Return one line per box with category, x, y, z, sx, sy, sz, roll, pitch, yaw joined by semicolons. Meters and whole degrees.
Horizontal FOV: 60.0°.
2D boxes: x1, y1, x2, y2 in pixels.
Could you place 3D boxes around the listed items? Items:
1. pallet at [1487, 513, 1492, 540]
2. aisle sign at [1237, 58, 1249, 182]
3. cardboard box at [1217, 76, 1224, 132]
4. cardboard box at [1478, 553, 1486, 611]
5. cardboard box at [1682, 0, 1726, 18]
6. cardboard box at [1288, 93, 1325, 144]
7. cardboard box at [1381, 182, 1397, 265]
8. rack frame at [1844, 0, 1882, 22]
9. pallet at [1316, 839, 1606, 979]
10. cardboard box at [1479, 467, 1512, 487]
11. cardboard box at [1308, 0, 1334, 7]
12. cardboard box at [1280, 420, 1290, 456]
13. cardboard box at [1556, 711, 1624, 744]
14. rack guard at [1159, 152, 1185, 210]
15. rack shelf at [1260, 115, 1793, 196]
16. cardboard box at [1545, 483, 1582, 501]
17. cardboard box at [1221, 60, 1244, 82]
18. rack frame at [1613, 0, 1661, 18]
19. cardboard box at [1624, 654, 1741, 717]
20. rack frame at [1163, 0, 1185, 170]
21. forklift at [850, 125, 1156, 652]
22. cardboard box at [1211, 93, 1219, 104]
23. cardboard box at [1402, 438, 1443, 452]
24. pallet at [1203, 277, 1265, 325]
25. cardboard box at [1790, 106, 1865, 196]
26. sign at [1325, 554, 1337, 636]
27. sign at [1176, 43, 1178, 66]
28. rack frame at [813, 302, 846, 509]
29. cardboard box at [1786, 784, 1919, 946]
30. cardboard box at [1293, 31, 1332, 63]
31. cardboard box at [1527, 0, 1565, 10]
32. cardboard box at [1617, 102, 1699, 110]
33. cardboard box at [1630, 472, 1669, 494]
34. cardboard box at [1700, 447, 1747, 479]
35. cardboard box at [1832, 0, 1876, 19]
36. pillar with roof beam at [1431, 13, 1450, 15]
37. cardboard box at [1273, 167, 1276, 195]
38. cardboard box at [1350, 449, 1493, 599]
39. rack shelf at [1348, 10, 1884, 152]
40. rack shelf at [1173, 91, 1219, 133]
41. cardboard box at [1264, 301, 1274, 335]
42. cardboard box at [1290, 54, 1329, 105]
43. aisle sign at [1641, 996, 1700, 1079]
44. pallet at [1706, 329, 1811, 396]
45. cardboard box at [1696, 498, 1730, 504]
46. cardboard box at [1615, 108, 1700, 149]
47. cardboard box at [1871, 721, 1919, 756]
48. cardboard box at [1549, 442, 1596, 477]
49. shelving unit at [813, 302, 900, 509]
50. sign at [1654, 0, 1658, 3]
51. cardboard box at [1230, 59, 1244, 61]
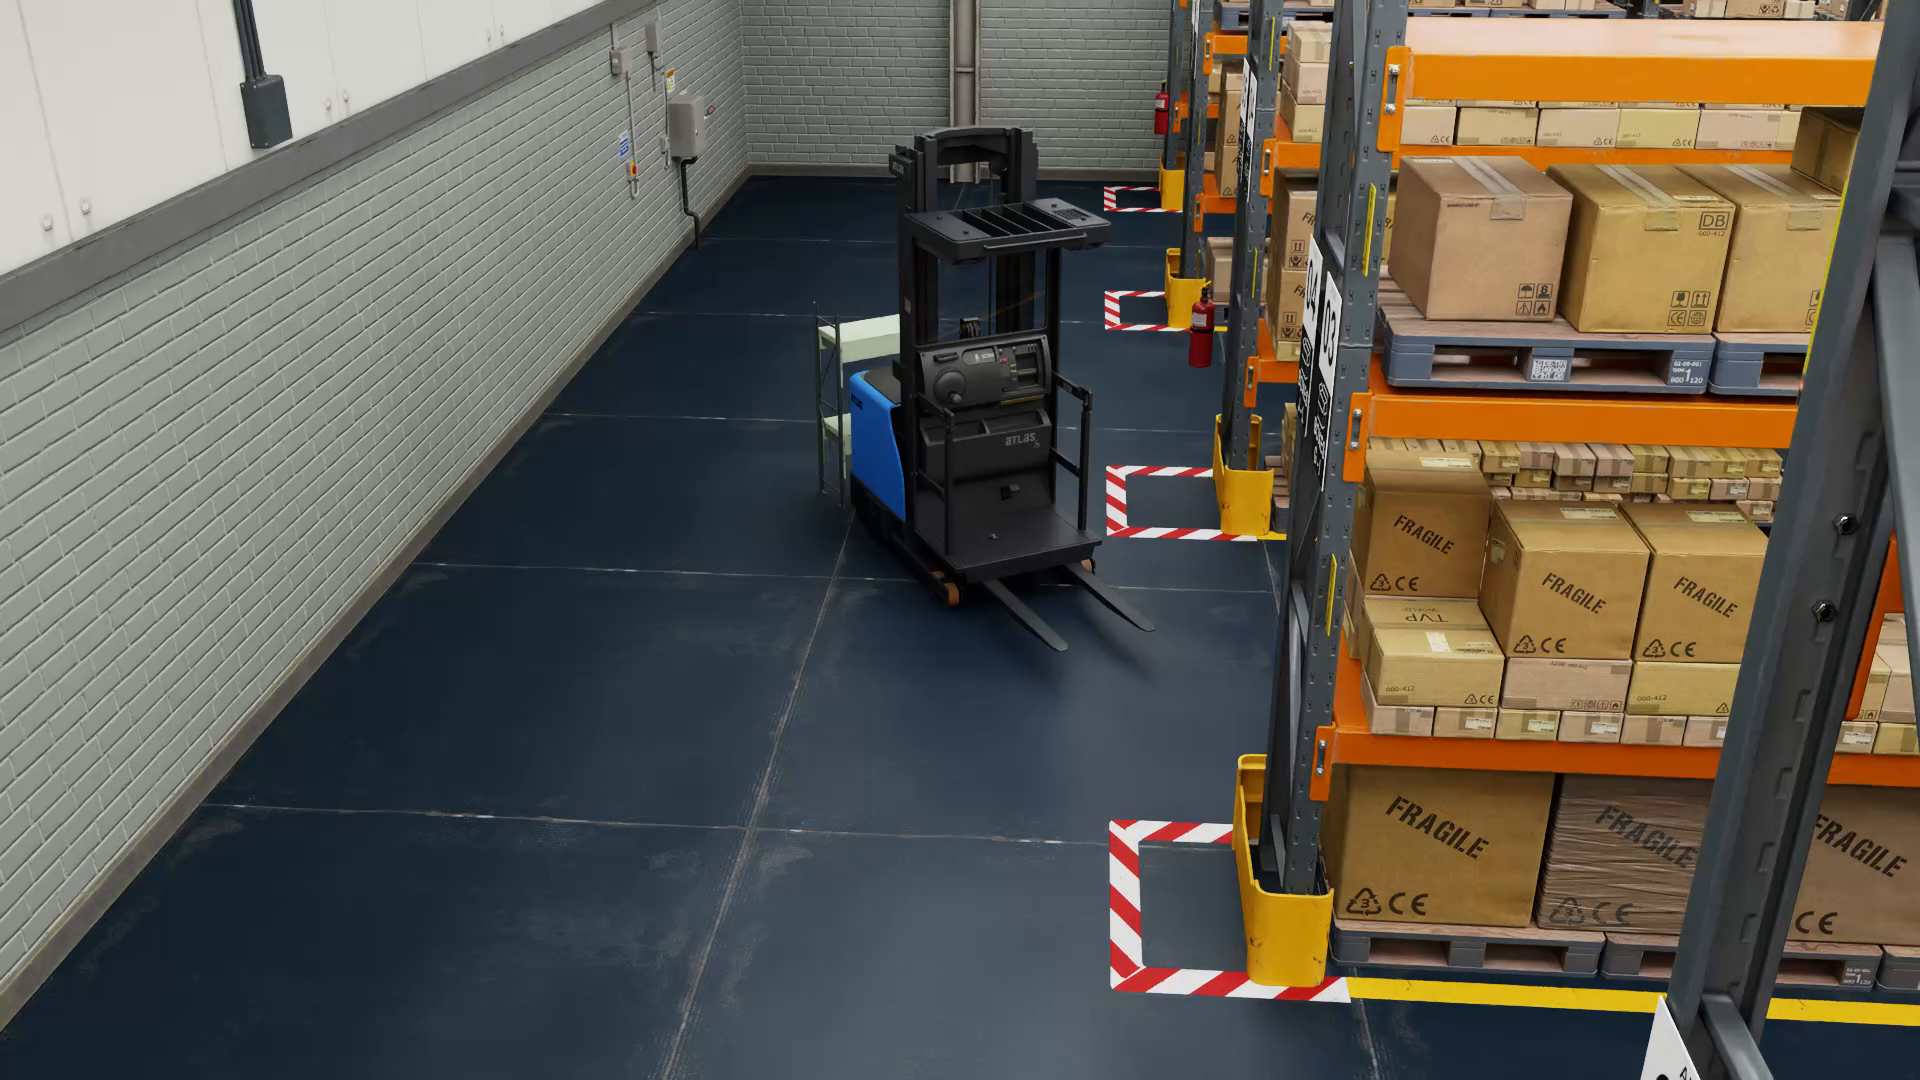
pallet;4.131;-0.291;12.341;1.213;0.211;1.003;2;25;4
aisle sign;1.985;-2.949;11.673;0.004;0.787;0.394;2;25;4
cardboard box;2.812;-4.291;16.382;0.500;0.500;0.500;3;25;6
cardboard box;2.563;0.277;7.594;0.500;0.250;0.500;1;25;3
cardboard box;6.773;-4.910;15.113;0.258;0.266;0.396;2;25;4
cardboard box;2.463;-2.815;11.081;0.500;0.250;0.500;3;25;6
cardboard box;2.966;-2.137;11.346;0.500;0.500;0.500;3;25;6
rack frame;6.023;-4.238;10.407;0.127;3.000;1.000;2;25;4
pallet;2.357;1.683;8.052;1.213;0.211;1.003;2;25;4
cardboard box;3.850;-0.531;12.079;0.250;0.149;0.380;3;25;7
cardboard box;3.380;-5.061;15.463;0.250;0.149;0.380;3;25;6
cardboard box;2.583;-0.774;12.607;0.250;0.149;0.380;1;25;3
cardboard box;2.654;0.710;7.132;0.250;0.149;0.380;1;25;3
rack guard;2.765;-4.638;21.443;0.348;0.500;1.175;2;25;4
rack shelf;4.029;-2.613;11.324;4.000;0.370;1.077;2;25;4
cardboard box;4.319;-0.349;12.039;0.250;0.149;0.380;2;25;5
cardboard box;2.686;-4.574;16.221;0.250;0.149;0.380;2;25;5
rack frame;6.301;-6.305;14.898;0.127;3.000;1.000;2;25;4
cardboard box;3.032;0.515;7.077;0.500;0.250;0.500;1;25;2
rack frame;2.689;-5.776;20.926;0.127;3.000;1.000;2;25;4
forklift;0.265;-1.093;10.831;1.130;2.935;3.031;-11;27;-23
cardboard box;3.253;-5.548;20.732;0.250;0.149;0.380;2;25;5
cardboard box;3.310;-0.655;11.993;0.250;0.149;0.380;1;25;1
pallet;3.116;-2.448;17.028;1.213;0.211;1.003;2;25;4
cardboard box;3.568;-1.493;6.391;0.500;0.250;0.500;1;25;2
sign;1.506;0.225;6.754;0.005;0.325;0.100;2;25;4
sign;2.648;-5.943;20.254;0.005;0.325;0.100;2;25;4
rack frame;-0.968;-0.988;12.315;0.023;1.500;0.400;-14;28;-27
cardboard box;3.993;1.242;7.713;0.875;0.875;0.875;2;25;4
cardboard box;2.340;-3.238;10.927;0.250;0.149;0.380;2;25;4
cardboard box;5.376;-4.960;15.242;0.250;0.149;0.380;2;25;5
cardboard box;4.505;-2.980;10.842;0.500;0.250;0.500;3;25;6
cardboard box;4.903;-0.475;11.958;0.250;0.149;0.380;2;25;4
cardboard box;5.390;-0.574;11.816;0.250;0.149;0.380;2;25;5
cardboard box;8.096;-4.867;15.021;0.258;0.266;0.396;4;25;8
pillar with roof beam;5.723;-6.977;16.359;0.400;9.000;9.100;2;25;4
cardboard box;3.276;-3.613;16.106;0.500;0.500;0.500;1;25;3
cardboard box;2.060;-0.079;7.470;0.500;0.500;0.500;2;25;5
rack shelf;3.548;-1.730;6.295;4.000;0.370;1.077;2;25;4
rack shelf;4.683;-5.385;20.938;4.000;0.370;1.077;2;25;4
cardboard box;2.381;-1.634;12.225;0.250;0.149;0.380;2;25;4
cardboard box;2.462;-3.040;10.973;0.500;0.250;0.500;2;25;5
aisle sign;1.126;1.182;2.694;0.004;0.787;0.394;2;25;4
pallet;3.514;-0.842;6.721;1.213;0.211;1.003;2;25;4
cardboard box;5.353;-0.322;11.982;0.250;0.149;0.380;3;25;5
cardboard box;4.510;-2.748;10.935;0.500;0.250;0.500;2;25;3
cardboard box;3.932;0.751;7.042;0.250;0.149;0.380;1;25;3
cardboard box;4.342;-0.593;11.858;0.250;0.149;0.380;1;25;2
shelving unit;-0.651;-1.065;12.481;0.755;1.500;0.431;-14;28;-27
sign;6.260;-4.982;14.897;0.005;0.325;0.100;2;25;4
cardboard box;3.682;-5.922;21.067;0.500;0.250;0.500;2;25;4
